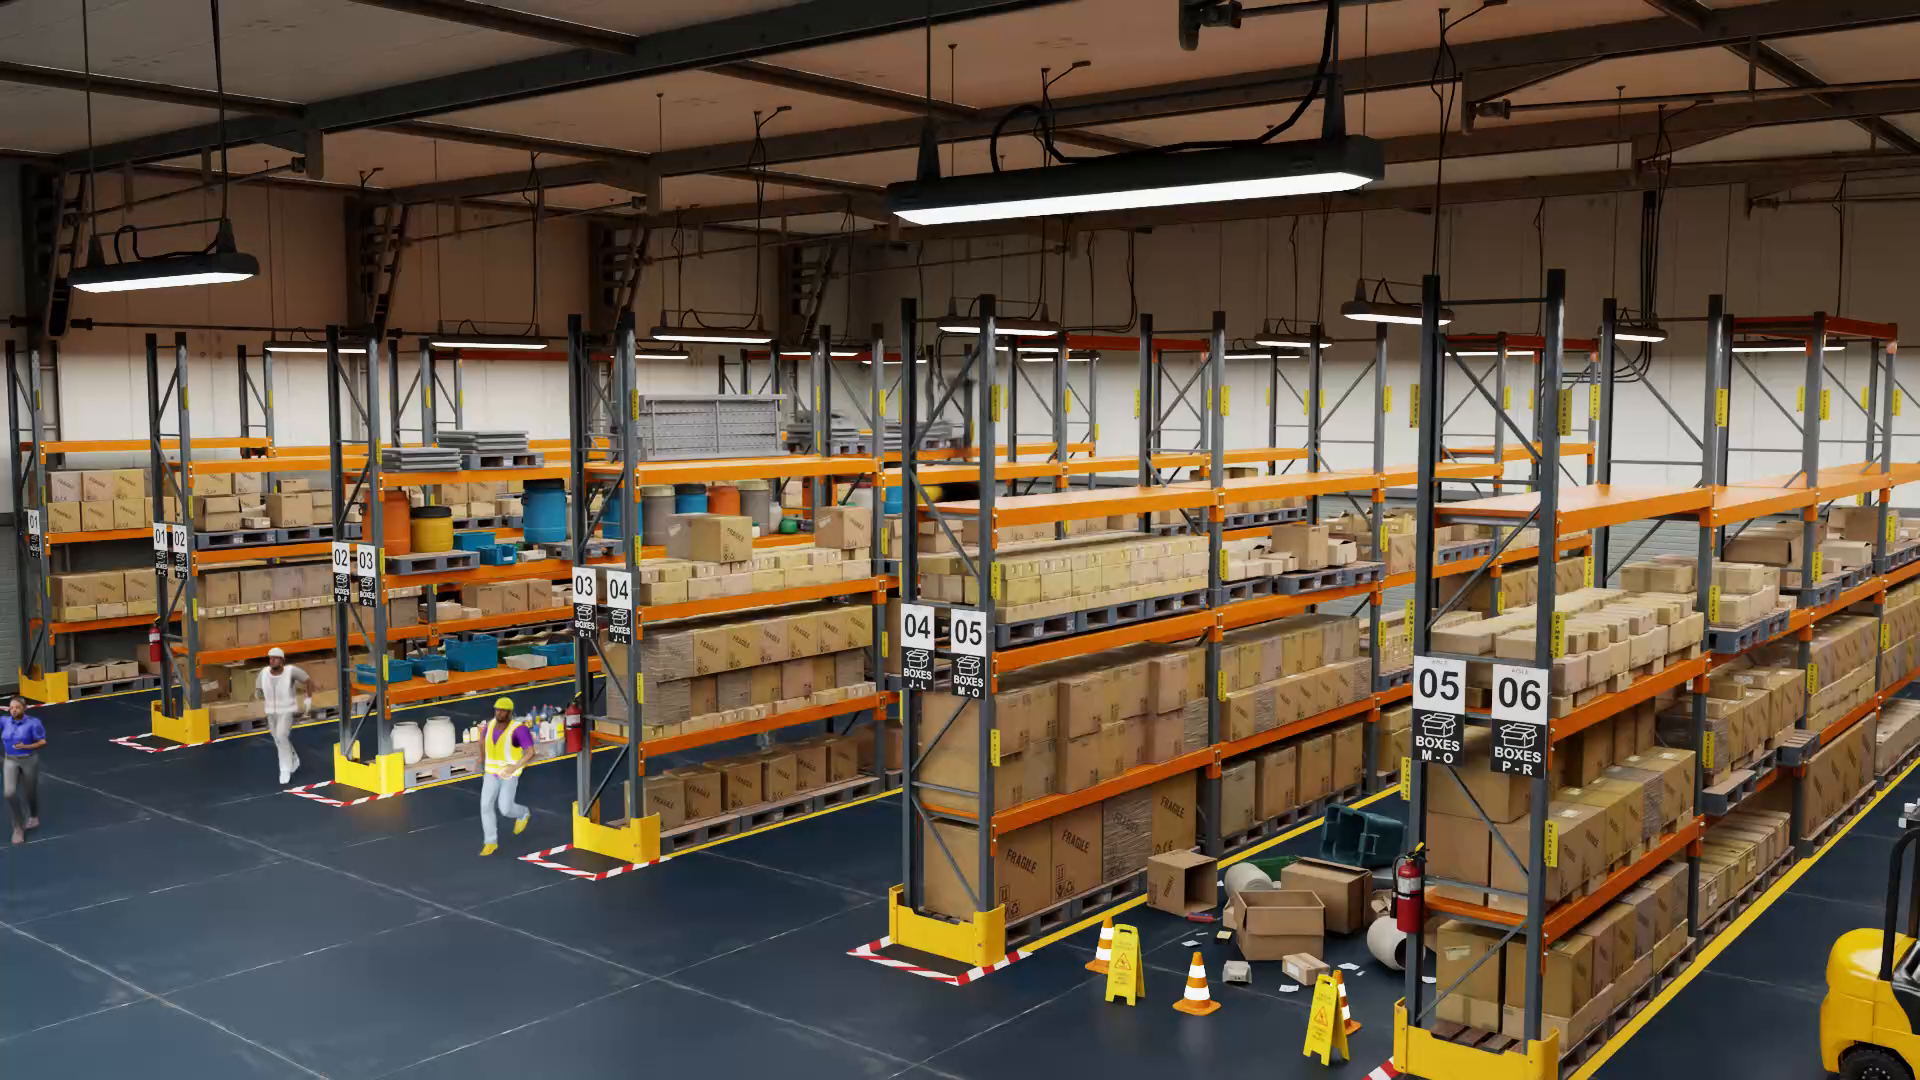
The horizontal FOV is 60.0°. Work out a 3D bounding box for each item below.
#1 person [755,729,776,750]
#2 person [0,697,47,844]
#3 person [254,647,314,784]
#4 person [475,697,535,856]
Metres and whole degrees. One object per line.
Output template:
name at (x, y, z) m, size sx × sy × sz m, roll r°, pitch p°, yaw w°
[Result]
person at (-2.831, 2.211, 23.761) m, size 0.587 × 1.633 × 0.583 m, roll 3°, pitch 6°, yaw 33°
person at (-10.845, 2.674, 19.228) m, size 0.599 × 1.593 × 0.836 m, roll -1°, pitch 5°, yaw -15°
person at (-9.012, 2.308, 22.106) m, size 0.691 × 1.804 × 0.830 m, roll 1°, pitch 5°, yaw 8°
person at (-5.125, 2.636, 18.793) m, size 0.743 × 1.768 × 0.839 m, roll 2°, pitch 5°, yaw 17°
